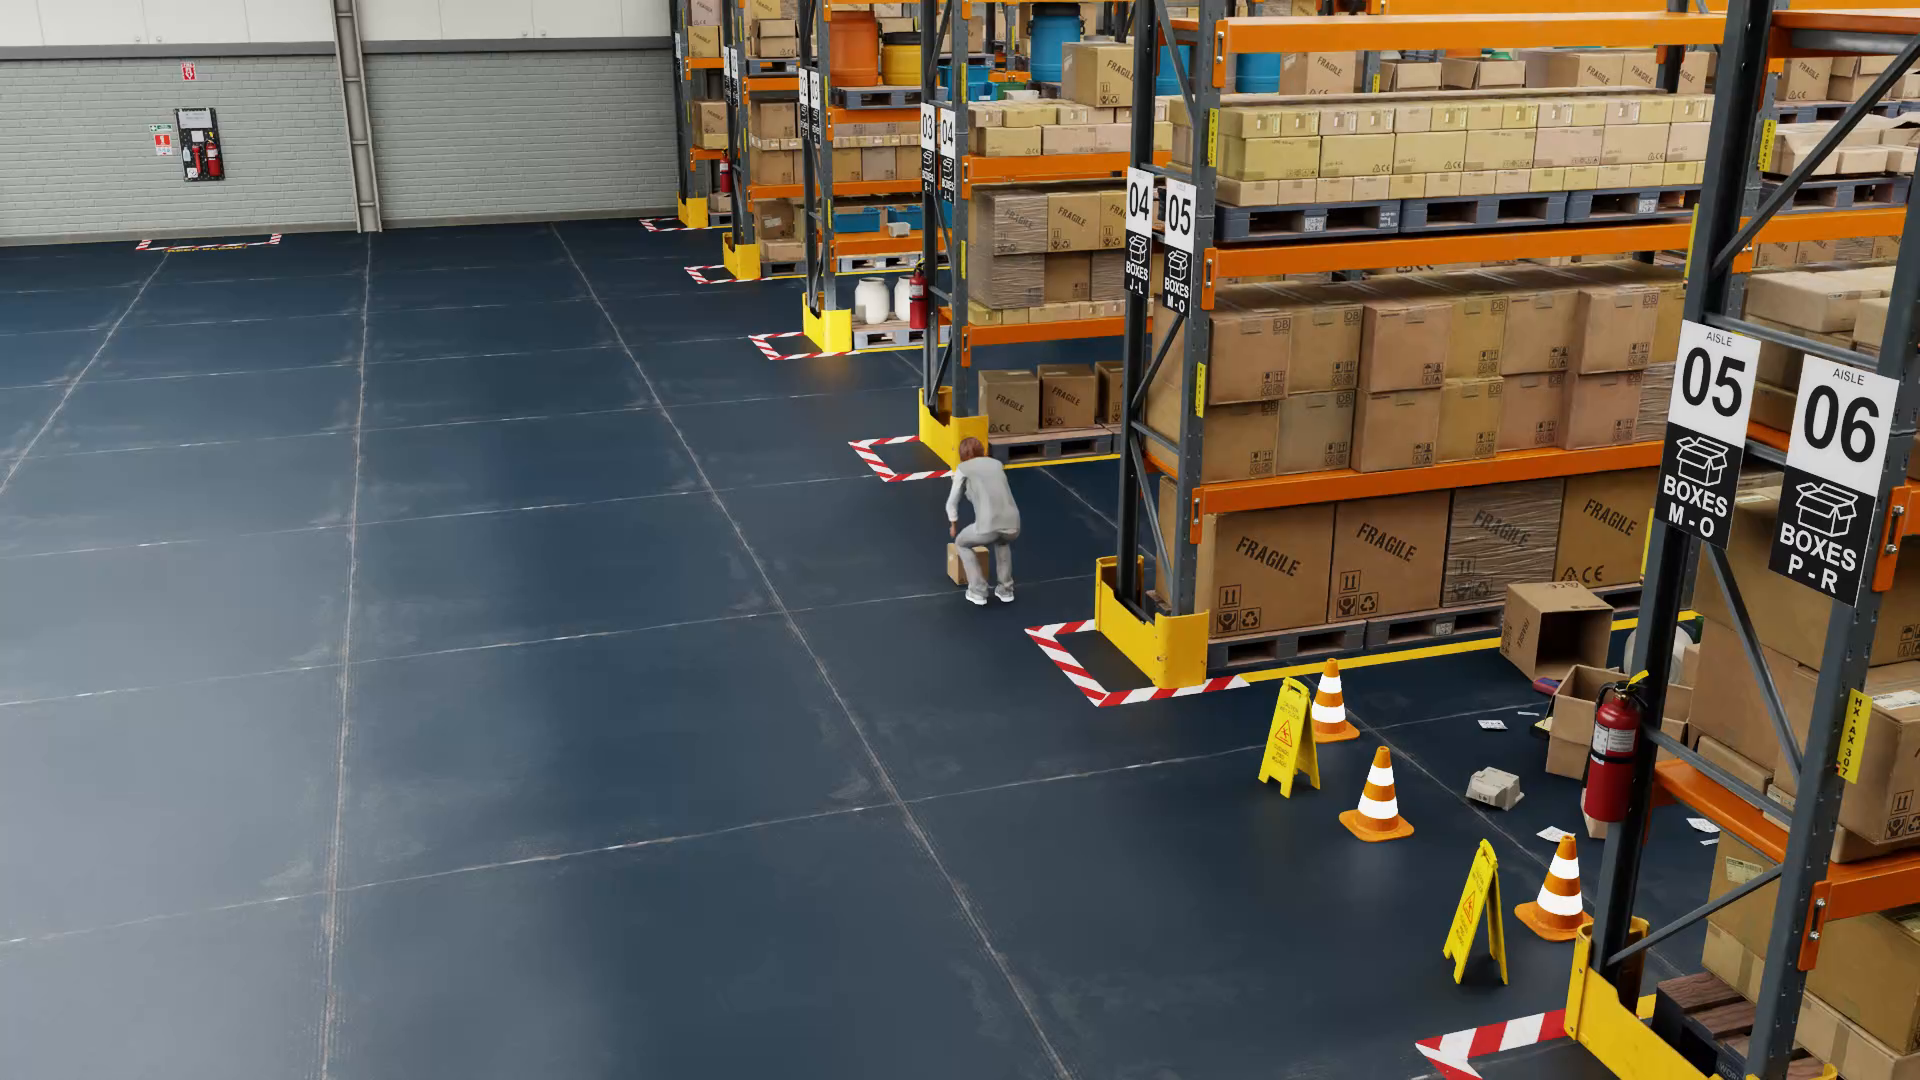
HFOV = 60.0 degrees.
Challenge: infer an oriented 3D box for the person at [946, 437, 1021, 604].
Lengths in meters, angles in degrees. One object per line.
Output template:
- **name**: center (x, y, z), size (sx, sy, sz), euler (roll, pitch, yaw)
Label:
- **person**: center (0.166, -0.123, 12.093), size (0.464, 1.158, 0.725), euler (-6, 20, -17)
